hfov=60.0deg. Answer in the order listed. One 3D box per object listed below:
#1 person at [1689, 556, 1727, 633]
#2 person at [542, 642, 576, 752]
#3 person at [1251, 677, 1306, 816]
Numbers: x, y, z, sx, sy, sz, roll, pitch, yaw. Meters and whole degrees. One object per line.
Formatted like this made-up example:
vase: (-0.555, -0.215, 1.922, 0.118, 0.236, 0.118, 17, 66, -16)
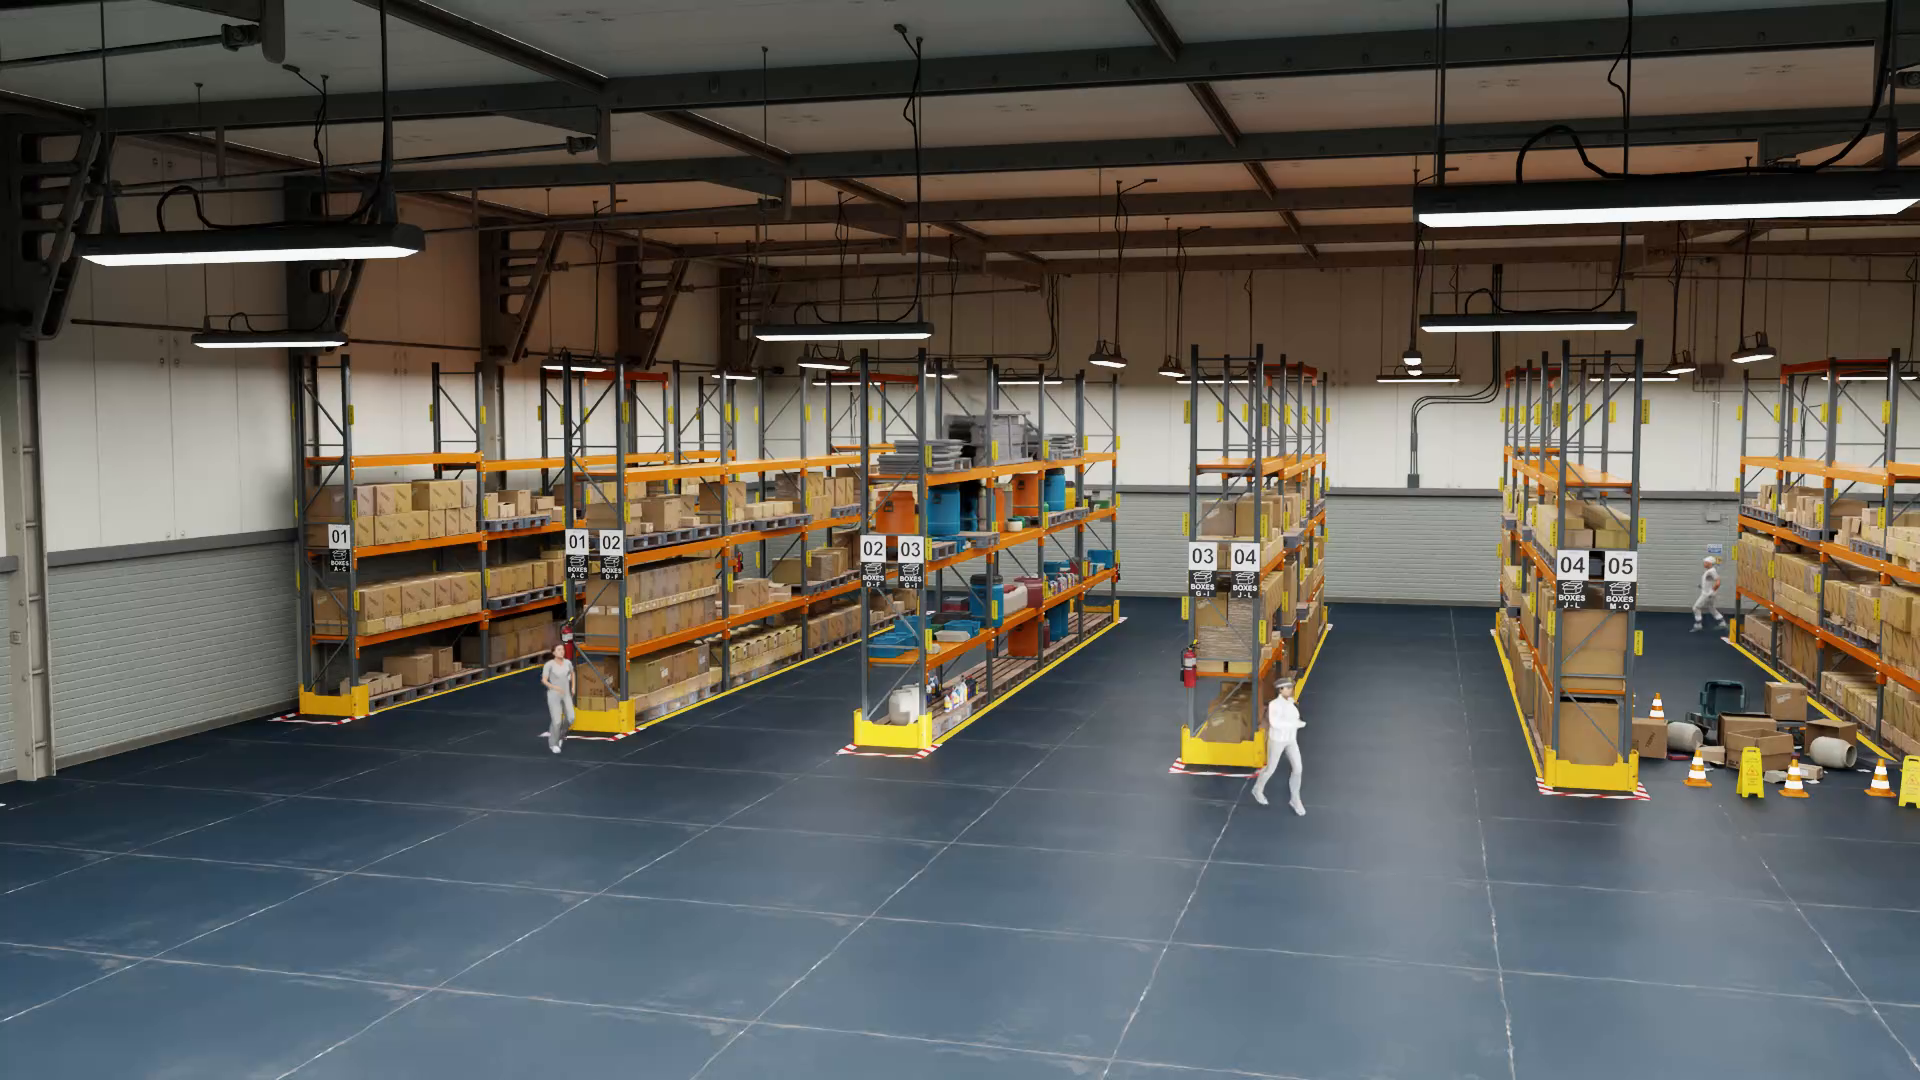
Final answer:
person: (17.130, 1.269, 38.056, 0.795, 1.803, 0.726, 2, 5, 28)
person: (-5.913, 2.336, 24.706, 0.596, 1.643, 0.554, -4, 6, -41)
person: (4.050, 2.574, 21.031, 0.566, 1.738, 0.847, -3, 5, -35)
